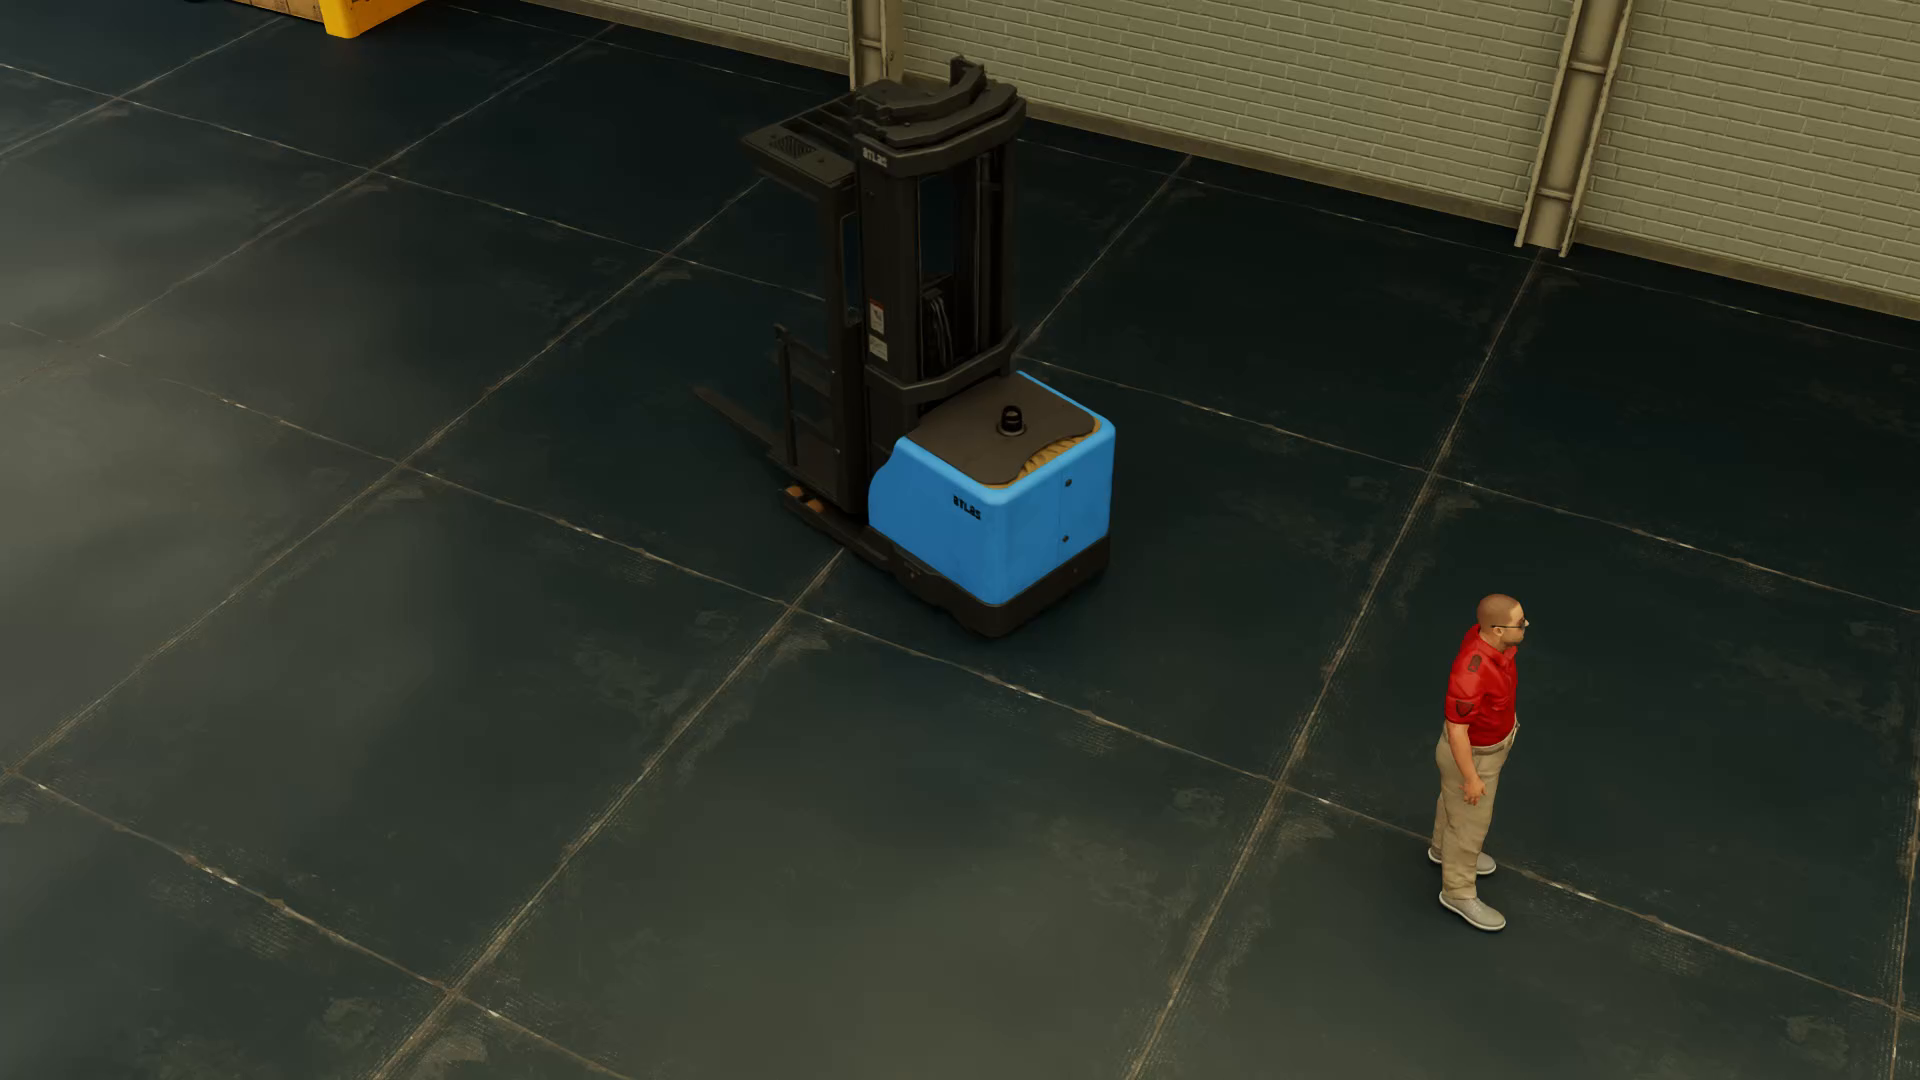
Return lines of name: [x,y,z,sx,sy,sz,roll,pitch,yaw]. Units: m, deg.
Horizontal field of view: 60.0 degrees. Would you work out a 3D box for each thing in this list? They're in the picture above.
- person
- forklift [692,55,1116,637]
person: [2.484,0.985,7.738,0.550,1.727,0.641,16,43,19]
forklift: [-0.494,-1.414,9.666,1.130,2.935,3.031,-32,50,-32]
